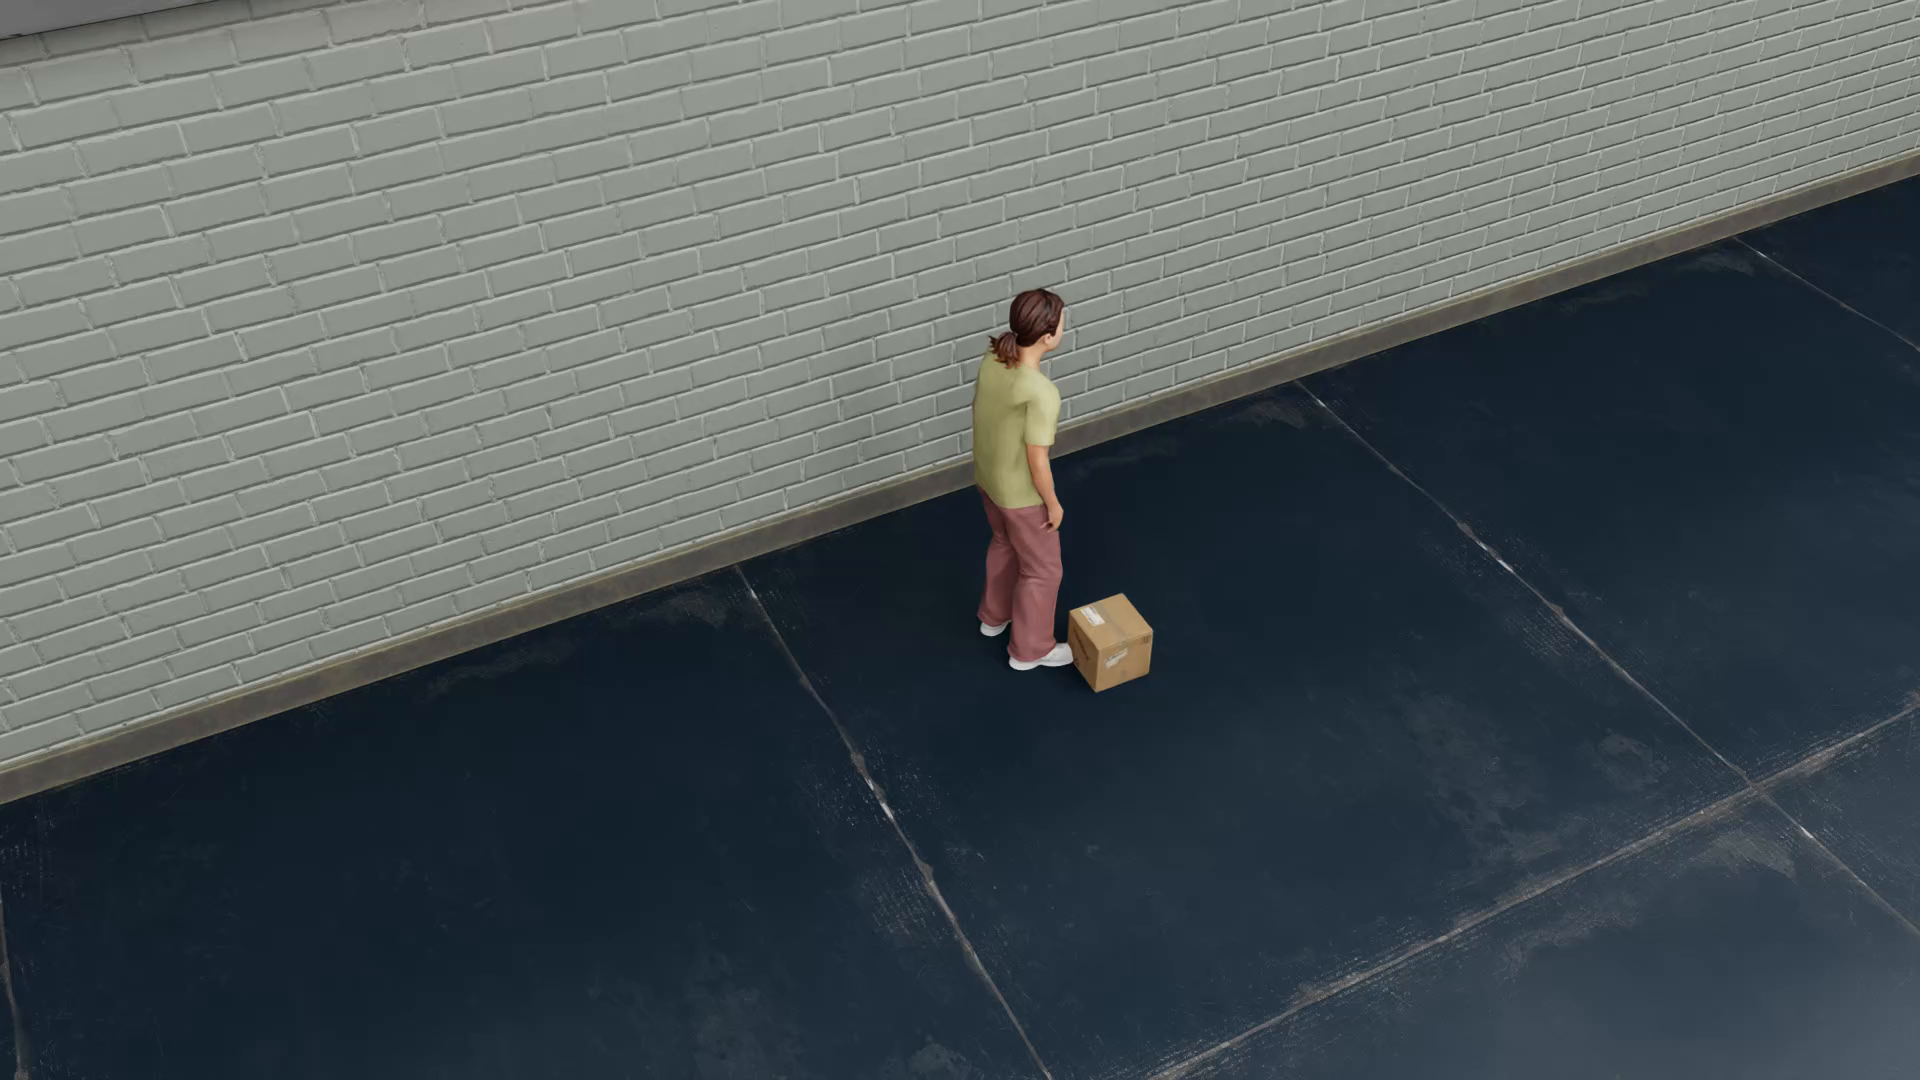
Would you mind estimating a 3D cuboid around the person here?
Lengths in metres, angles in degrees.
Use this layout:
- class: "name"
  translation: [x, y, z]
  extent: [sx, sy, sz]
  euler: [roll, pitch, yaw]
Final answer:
- class: "person"
  translation: [0.242, -0.223, 6.412]
  extent: [0.360, 1.672, 0.499]
  euler: [-21, 45, -22]
